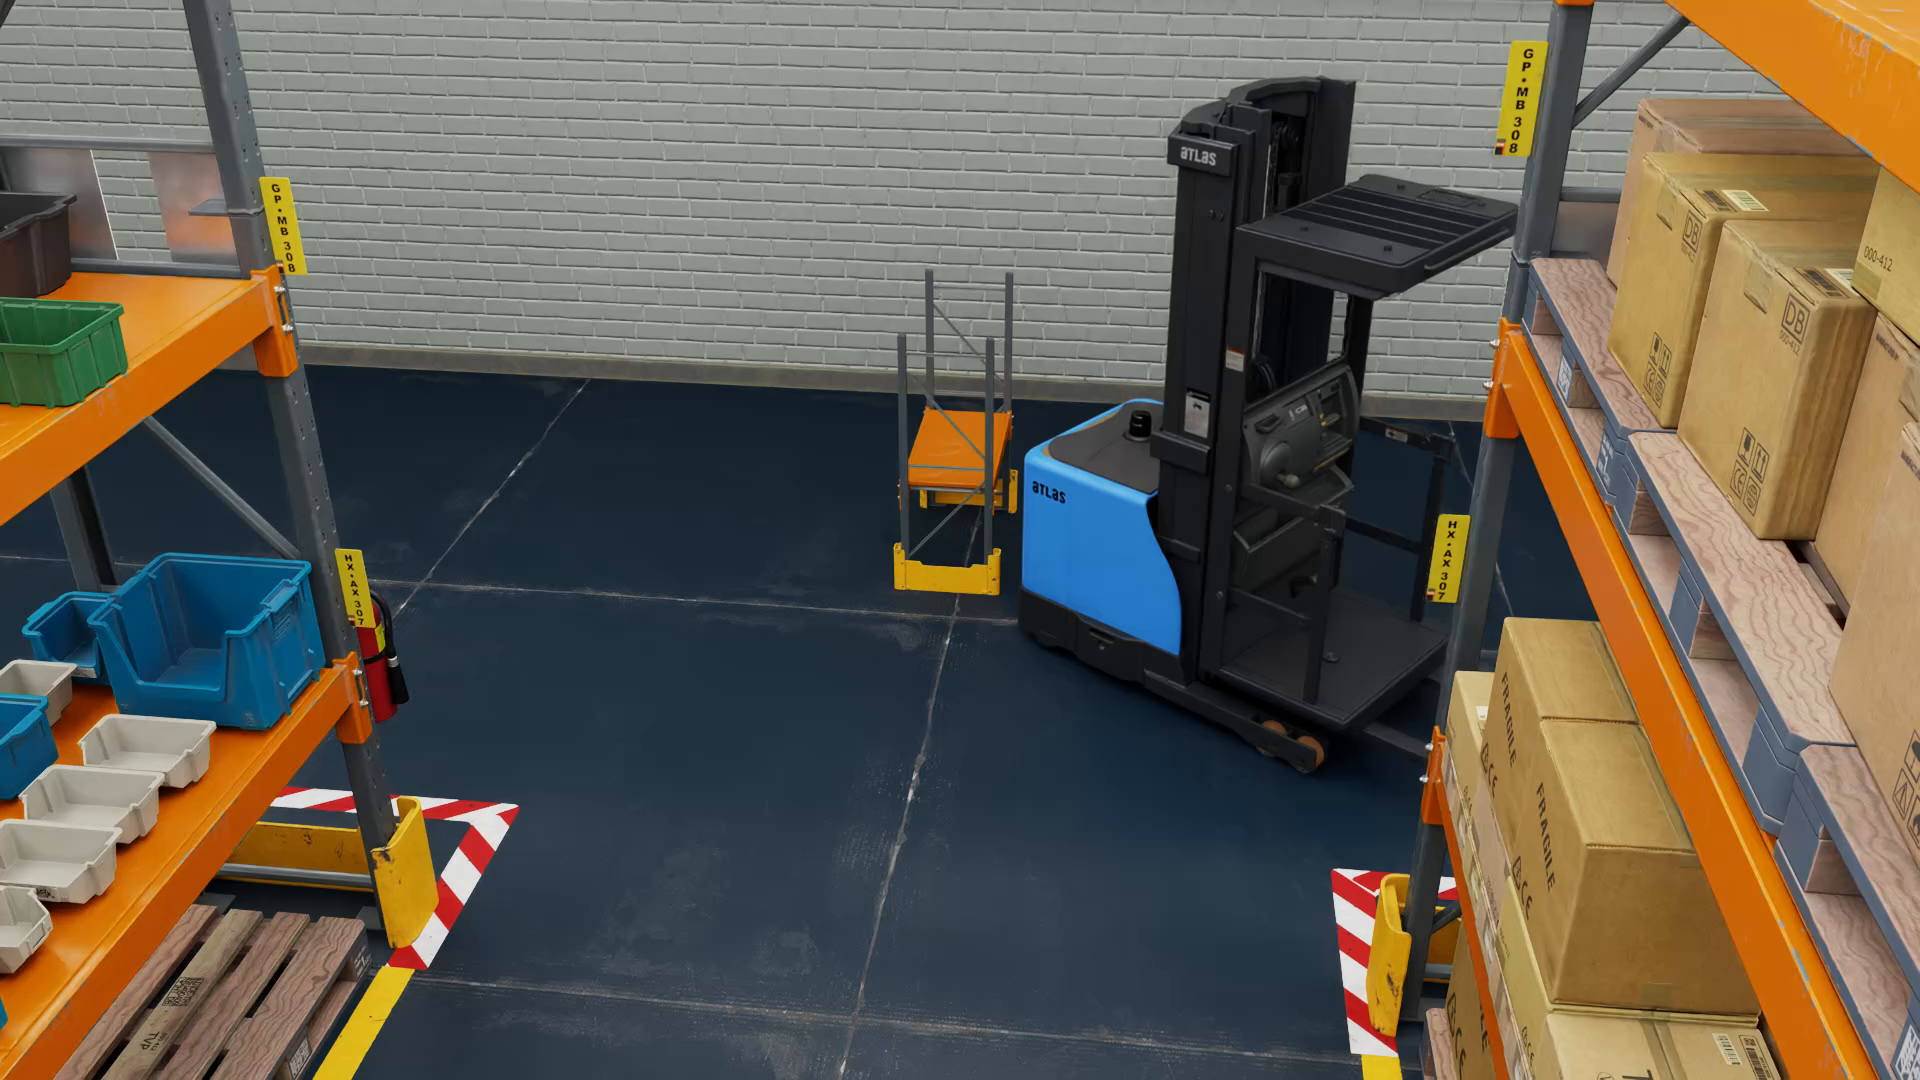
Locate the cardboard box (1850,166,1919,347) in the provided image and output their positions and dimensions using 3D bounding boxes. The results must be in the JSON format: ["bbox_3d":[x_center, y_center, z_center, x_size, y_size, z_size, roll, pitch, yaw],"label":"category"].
[{"bbox_3d":[1.898,-0.460,2.834,0.500,0.250,0.500,2,28,5],"label":"cardboard box"}]

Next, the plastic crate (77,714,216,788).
[{"bbox_3d":[-2.680,0.710,5.485,0.396,0.136,0.243,3,28,6],"label":"plastic crate"}]

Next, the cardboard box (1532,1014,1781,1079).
[{"bbox_3d":[1.648,1.386,3.859,0.500,0.250,0.500,3,28,5],"label":"cardboard box"}]

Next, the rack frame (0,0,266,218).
[{"bbox_3d":[-2.760,-2.415,4.745,1.000,3.000,0.127,3,28,6],"label":"rack frame"}]

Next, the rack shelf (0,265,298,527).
[{"bbox_3d":[-3.005,0.163,3.880,1.077,0.370,4.000,3,28,6],"label":"rack shelf"}]

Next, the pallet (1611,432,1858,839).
[{"bbox_3d":[1.928,0.158,3.225,1.003,0.211,1.213,3,28,6],"label":"pallet"}]

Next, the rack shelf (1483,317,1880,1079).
[{"bbox_3d":[1.911,0.451,3.346,1.077,0.370,4.000,3,28,6],"label":"rack shelf"}]

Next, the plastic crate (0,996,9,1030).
[{"bbox_3d":[-2.757,1.255,4.372,0.416,0.233,0.300,3,28,6],"label":"plastic crate"}]

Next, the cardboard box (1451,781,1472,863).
[{"bbox_3d":[1.755,0.893,5.195,0.380,0.149,0.250,3,28,5],"label":"cardboard box"}]

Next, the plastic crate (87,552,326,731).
[{"bbox_3d":[-2.615,0.352,5.833,0.616,0.435,0.499,3,28,6],"label":"plastic crate"}]

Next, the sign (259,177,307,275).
[{"bbox_3d":[-2.212,-1.024,5.436,0.100,0.325,0.005,3,28,6],"label":"sign"}]

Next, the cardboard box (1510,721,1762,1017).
[{"bbox_3d":[1.710,0.808,4.141,0.500,0.500,0.500,3,28,5],"label":"cardboard box"}]

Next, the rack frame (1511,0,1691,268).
[{"bbox_3d":[2.156,-2.127,4.211,1.000,3.000,0.127,3,28,6],"label":"rack frame"}]

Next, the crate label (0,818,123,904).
[{"bbox_3d":[-2.740,0.978,4.987,0.396,0.136,0.243,3,28,6],"label":"crate label"}]

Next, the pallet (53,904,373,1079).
[{"bbox_3d":[-2.899,1.839,6.113,1.003,0.211,1.213,3,28,6],"label":"pallet"}]

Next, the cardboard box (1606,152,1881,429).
[{"bbox_3d":[1.957,-0.574,3.837,0.700,0.500,0.500,2,28,4],"label":"cardboard box"}]

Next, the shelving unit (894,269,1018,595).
[{"bbox_3d":[-0.009,-0.624,9.328,0.587,1.500,1.083,3,28,6],"label":"shelving unit"}]

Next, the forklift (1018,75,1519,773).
[{"bbox_3d":[1.736,-0.489,7.568,3.031,2.935,1.130,23,36,36],"label":"forklift"}]

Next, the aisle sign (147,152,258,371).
[{"bbox_3d":[-2.460,-0.936,5.583,0.394,0.787,0.004,3,28,6],"label":"aisle sign"}]

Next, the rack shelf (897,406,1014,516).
[{"bbox_3d":[-0.010,-0.462,9.405,0.538,0.185,1.000,3,28,6],"label":"rack shelf"}]

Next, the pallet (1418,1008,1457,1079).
[{"bbox_3d":[2.136,2.122,5.588,1.003,0.211,1.213,3,28,6],"label":"pallet"}]

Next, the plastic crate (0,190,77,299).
[{"bbox_3d":[-3.084,-0.872,5.181,0.497,0.269,0.590,3,28,6],"label":"plastic crate"}]

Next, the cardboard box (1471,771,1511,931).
[{"bbox_3d":[1.772,0.904,4.754,0.500,0.250,0.500,3,28,6],"label":"cardboard box"}]

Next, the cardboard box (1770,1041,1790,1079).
[{"bbox_3d":[2.175,1.416,3.804,0.500,0.250,0.500,3,29,6],"label":"cardboard box"}]

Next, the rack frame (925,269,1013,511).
[{"bbox_3d":[0.052,-0.859,9.764,0.500,1.500,0.032,3,28,6],"label":"rack frame"}]

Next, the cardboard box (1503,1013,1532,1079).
[{"bbox_3d":[1.630,1.378,4.295,0.380,0.149,0.250,3,28,6],"label":"cardboard box"}]

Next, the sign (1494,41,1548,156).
[{"bbox_3d":[1.606,-1.262,4.762,0.100,0.325,0.005,3,28,6],"label":"sign"}]

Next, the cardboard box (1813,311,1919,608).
[{"bbox_3d":[1.977,-0.060,2.882,0.700,0.500,0.500,5,29,8],"label":"cardboard box"}]

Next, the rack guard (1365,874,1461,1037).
[{"bbox_3d":[2.159,1.603,6.248,1.175,0.500,0.348,3,28,6],"label":"rack guard"}]

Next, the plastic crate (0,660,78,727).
[{"bbox_3d":[-3.238,0.559,5.765,0.250,0.136,0.298,3,28,6],"label":"plastic crate"}]

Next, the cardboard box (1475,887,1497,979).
[{"bbox_3d":[1.693,1.136,4.743,0.380,0.149,0.250,3,28,5],"label":"cardboard box"}]

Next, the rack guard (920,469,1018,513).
[{"bbox_3d":[0.052,-0.309,10.059,0.587,0.250,0.087,3,28,6],"label":"rack guard"}]
